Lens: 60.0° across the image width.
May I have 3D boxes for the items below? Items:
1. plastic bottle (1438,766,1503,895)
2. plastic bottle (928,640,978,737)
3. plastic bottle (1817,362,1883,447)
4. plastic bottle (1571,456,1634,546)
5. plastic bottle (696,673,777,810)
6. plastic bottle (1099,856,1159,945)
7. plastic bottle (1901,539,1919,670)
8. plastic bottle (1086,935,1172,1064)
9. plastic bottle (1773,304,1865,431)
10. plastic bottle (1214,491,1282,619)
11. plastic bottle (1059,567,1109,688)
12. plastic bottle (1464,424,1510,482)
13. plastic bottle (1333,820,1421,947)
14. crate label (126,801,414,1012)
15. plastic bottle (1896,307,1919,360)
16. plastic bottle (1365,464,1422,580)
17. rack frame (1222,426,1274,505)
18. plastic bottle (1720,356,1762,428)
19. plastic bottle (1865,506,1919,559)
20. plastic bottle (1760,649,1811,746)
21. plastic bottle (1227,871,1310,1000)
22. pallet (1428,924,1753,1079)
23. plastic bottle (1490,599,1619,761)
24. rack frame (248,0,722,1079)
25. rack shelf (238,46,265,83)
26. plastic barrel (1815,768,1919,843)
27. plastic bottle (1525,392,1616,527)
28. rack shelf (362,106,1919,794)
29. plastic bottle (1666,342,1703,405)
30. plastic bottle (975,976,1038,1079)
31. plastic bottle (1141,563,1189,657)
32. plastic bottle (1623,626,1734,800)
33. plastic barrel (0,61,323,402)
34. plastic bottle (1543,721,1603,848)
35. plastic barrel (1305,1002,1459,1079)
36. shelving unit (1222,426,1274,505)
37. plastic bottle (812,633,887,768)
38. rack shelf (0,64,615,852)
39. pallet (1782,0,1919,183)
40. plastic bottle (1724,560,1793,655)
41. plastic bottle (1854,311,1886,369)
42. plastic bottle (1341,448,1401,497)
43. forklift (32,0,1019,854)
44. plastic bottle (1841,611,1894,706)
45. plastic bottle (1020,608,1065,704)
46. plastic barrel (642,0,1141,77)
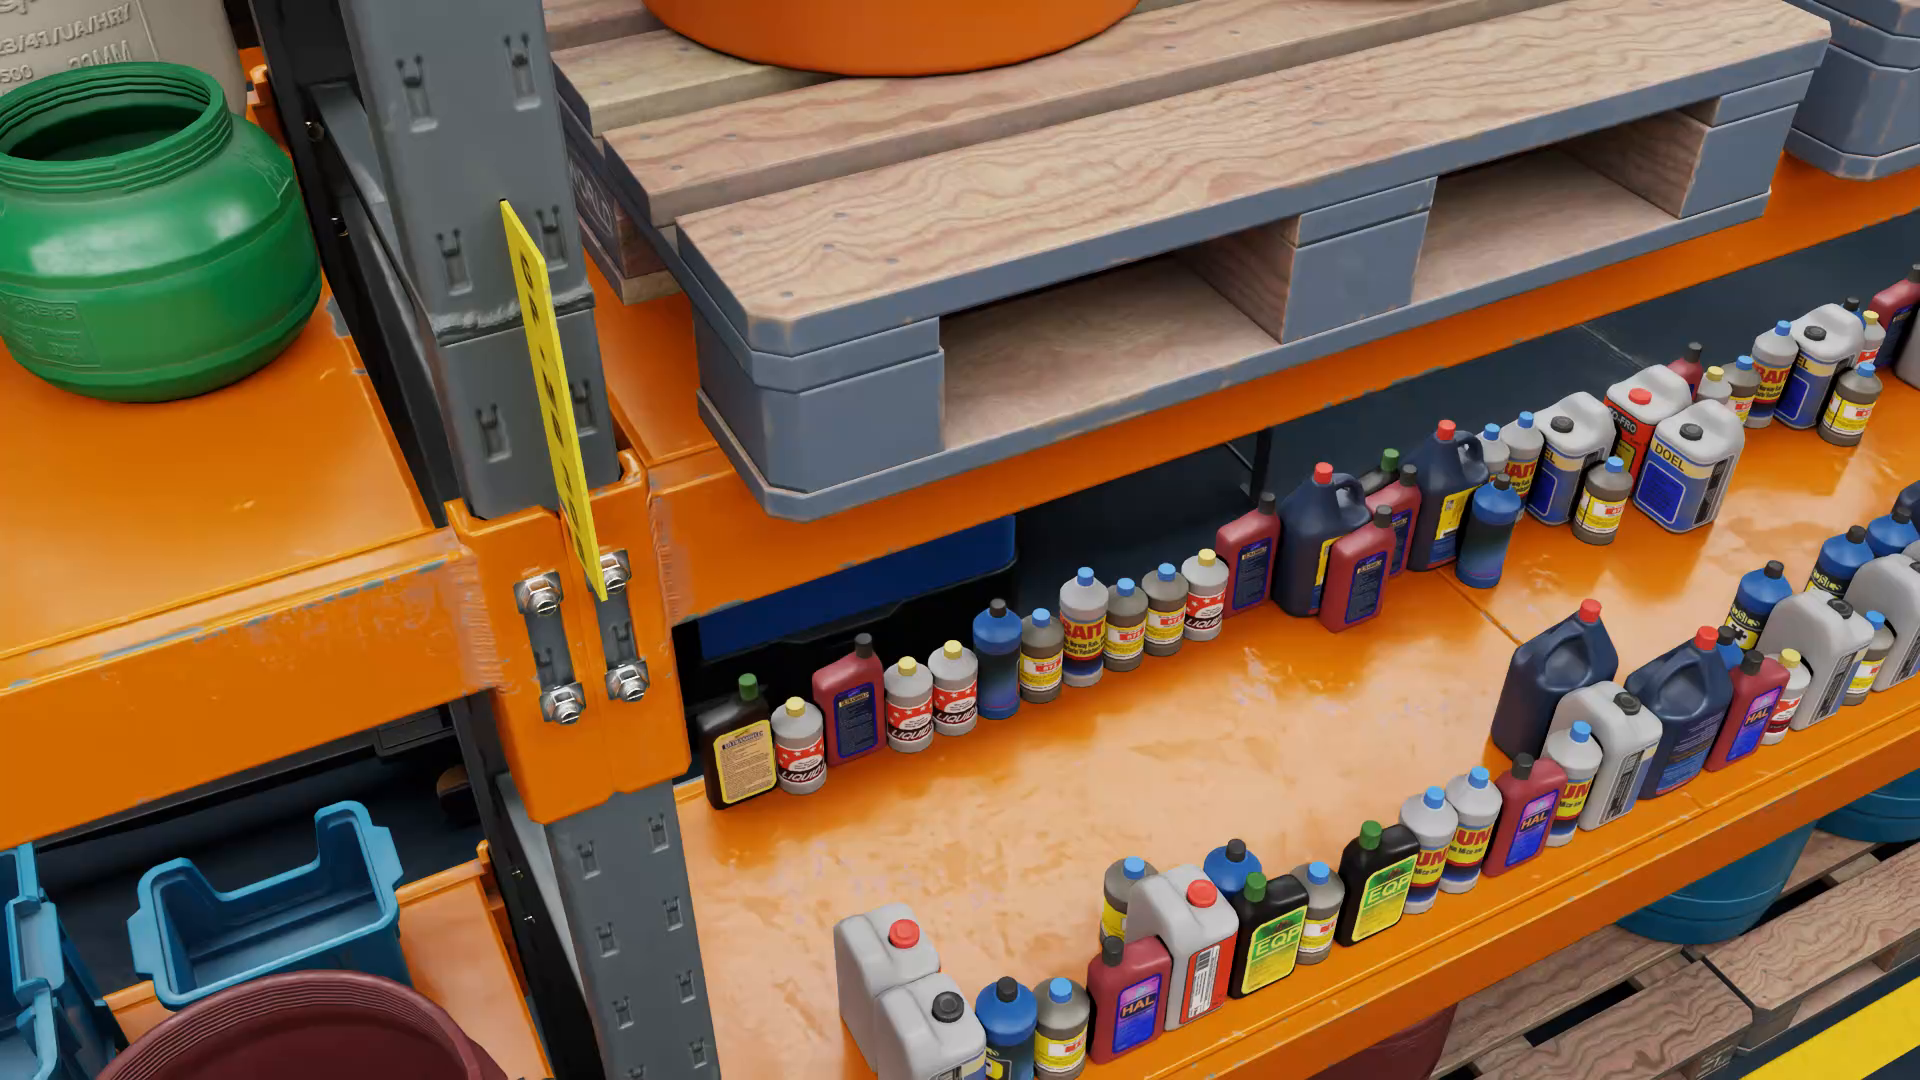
[{"bbox_3d":[0.891,0.502,2.935,0.097,0.271,0.097,0,40,0],"label":"plastic bottle"},{"bbox_3d":[-0.014,0.280,3.251,0.097,0.201,0.097,0,40,0],"label":"plastic bottle"},{"bbox_3d":[2.134,-0.332,3.974,0.097,0.201,0.097,0,40,0],"label":"plastic bottle"},{"bbox_3d":[1.431,-0.095,3.695,0.097,0.201,0.097,0,40,0],"label":"plastic bottle"},{"bbox_3d":[-0.415,0.371,3.081,0.133,0.283,0.061,-19,44,-21],"label":"plastic bottle"},{"bbox_3d":[0.292,0.619,2.850,0.097,0.201,0.097,0,40,0],"label":"plastic bottle"},{"bbox_3d":[1.999,0.107,3.397,0.135,0.276,0.152,-19,44,-21],"label":"plastic bottle"},{"bbox_3d":[0.269,0.720,2.668,0.133,0.283,0.061,-19,44,-21],"label":"plastic bottle"},{"bbox_3d":[2.059,-0.426,4.028,0.135,0.276,0.152,-19,44,-21],"label":"plastic bottle"},{"bbox_3d":[0.598,0.030,3.484,0.133,0.283,0.061,-19,44,-21],"label":"plastic bottle"},{"bbox_3d":[0.245,0.166,3.331,0.097,0.271,0.097,0,40,0],"label":"plastic bottle"},{"bbox_3d":[1.155,-0.140,3.693,0.097,0.271,0.097,0,40,0],"label":"plastic bottle"},{"bbox_3d":[0.711,0.571,2.844,0.133,0.283,0.061,-19,44,-21],"label":"plastic bottle"},{"bbox_3d":[-1.124,0.666,2.771,0.416,0.233,0.303,-19,44,-21],"label":"crate label"},{"bbox_3d":[2.448,-0.593,4.219,0.133,0.283,0.061,-19,44,-21],"label":"plastic bottle"},{"bbox_3d":[0.909,-0.030,3.555,0.133,0.283,0.061,-19,44,-21],"label":"plastic bottle"},{"bbox_3d":[0.955,-0.848,5.591,0.032,1.500,0.500,-17,43,-19],"label":"rack frame"},{"bbox_3d":[1.858,-0.349,3.995,0.097,0.201,0.097,0,40,0],"label":"plastic bottle"},{"bbox_3d":[1.925,0.043,3.477,0.097,0.271,0.097,0,40,0],"label":"plastic bottle"},{"bbox_3d":[1.584,0.296,3.233,0.097,0.201,0.097,0,40,0],"label":"plastic bottle"},{"bbox_3d":[0.506,0.640,2.762,0.133,0.283,0.061,-19,44,-21],"label":"plastic bottle"},{"bbox_3d":[1.183,1.135,4.246,1.213,0.211,1.003,-19,44,-21],"label":"pallet"},{"bbox_3d":[1.140,0.260,3.159,0.185,0.351,0.144,-19,44,-21],"label":"plastic bottle"},{"bbox_3d":[-0.577,0.691,2.611,0.127,3.000,1.000,-19,44,-21],"label":"rack frame"},{"bbox_3d":[-1.088,-2.470,6.904,4.000,0.370,1.077,-19,44,-21],"label":"rack shelf"},{"bbox_3d":[2.480,0.291,4.384,0.708,0.901,0.600,-19,44,-21],"label":"plastic barrel"},{"bbox_3d":[1.357,-0.190,3.748,0.135,0.276,0.152,-19,44,-21],"label":"plastic bottle"},{"bbox_3d":[1.197,-0.776,2.580,4.000,0.370,1.077,-19,44,-21],"label":"rack shelf"},{"bbox_3d":[1.661,-0.328,3.906,0.133,0.283,0.061,-19,44,-21],"label":"plastic bottle"},{"bbox_3d":[0.071,0.778,2.609,0.097,0.271,0.097,0,40,0],"label":"plastic bottle"},{"bbox_3d":[0.418,0.135,3.423,0.097,0.201,0.097,0,40,0],"label":"plastic bottle"},{"bbox_3d":[1.329,0.307,3.104,0.185,0.351,0.144,-19,44,-21],"label":"plastic bottle"},{"bbox_3d":[-0.773,-0.291,1.571,0.294,0.245,0.294,0,40,0],"label":"plastic barrel"},{"bbox_3d":[1.096,0.433,3.016,0.097,0.271,0.097,0,40,0],"label":"plastic bottle"},{"bbox_3d":[0.851,0.959,3.837,0.708,0.588,0.600,-19,44,-21],"label":"plastic barrel"},{"bbox_3d":[0.494,-0.709,5.426,1.048,1.500,0.538,-17,43,-19],"label":"shelving unit"},{"bbox_3d":[-0.211,0.302,3.162,0.133,0.283,0.061,-19,44,-21],"label":"plastic bottle"},{"bbox_3d":[-2.351,0.418,1.170,4.000,0.370,1.077,-19,44,-21],"label":"rack shelf"},{"bbox_3d":[1.316,-0.945,2.369,1.213,0.211,1.003,-19,44,-21],"label":"pallet"},{"bbox_3d":[1.600,0.153,3.348,0.097,0.271,0.097,0,40,0],"label":"plastic bottle"},{"bbox_3d":[2.236,-0.477,4.145,0.097,0.201,0.097,0,40,0],"label":"plastic bottle"},{"bbox_3d":[0.881,-0.065,3.596,0.133,0.283,0.061,-19,44,-21],"label":"plastic bottle"},{"bbox_3d":[-1.374,-0.704,4.313,3.031,2.935,1.130,-17,43,-19],"label":"forklift"},{"bbox_3d":[1.789,0.226,3.315,0.097,0.201,0.097,0,40,0],"label":"plastic bottle"},{"bbox_3d":[0.159,0.222,3.320,0.097,0.201,0.097,0,40,0],"label":"plastic bottle"},{"bbox_3d":[-0.072,-0.945,1.566,0.708,0.830,0.600,-19,44,-21],"label":"plastic barrel"}]
